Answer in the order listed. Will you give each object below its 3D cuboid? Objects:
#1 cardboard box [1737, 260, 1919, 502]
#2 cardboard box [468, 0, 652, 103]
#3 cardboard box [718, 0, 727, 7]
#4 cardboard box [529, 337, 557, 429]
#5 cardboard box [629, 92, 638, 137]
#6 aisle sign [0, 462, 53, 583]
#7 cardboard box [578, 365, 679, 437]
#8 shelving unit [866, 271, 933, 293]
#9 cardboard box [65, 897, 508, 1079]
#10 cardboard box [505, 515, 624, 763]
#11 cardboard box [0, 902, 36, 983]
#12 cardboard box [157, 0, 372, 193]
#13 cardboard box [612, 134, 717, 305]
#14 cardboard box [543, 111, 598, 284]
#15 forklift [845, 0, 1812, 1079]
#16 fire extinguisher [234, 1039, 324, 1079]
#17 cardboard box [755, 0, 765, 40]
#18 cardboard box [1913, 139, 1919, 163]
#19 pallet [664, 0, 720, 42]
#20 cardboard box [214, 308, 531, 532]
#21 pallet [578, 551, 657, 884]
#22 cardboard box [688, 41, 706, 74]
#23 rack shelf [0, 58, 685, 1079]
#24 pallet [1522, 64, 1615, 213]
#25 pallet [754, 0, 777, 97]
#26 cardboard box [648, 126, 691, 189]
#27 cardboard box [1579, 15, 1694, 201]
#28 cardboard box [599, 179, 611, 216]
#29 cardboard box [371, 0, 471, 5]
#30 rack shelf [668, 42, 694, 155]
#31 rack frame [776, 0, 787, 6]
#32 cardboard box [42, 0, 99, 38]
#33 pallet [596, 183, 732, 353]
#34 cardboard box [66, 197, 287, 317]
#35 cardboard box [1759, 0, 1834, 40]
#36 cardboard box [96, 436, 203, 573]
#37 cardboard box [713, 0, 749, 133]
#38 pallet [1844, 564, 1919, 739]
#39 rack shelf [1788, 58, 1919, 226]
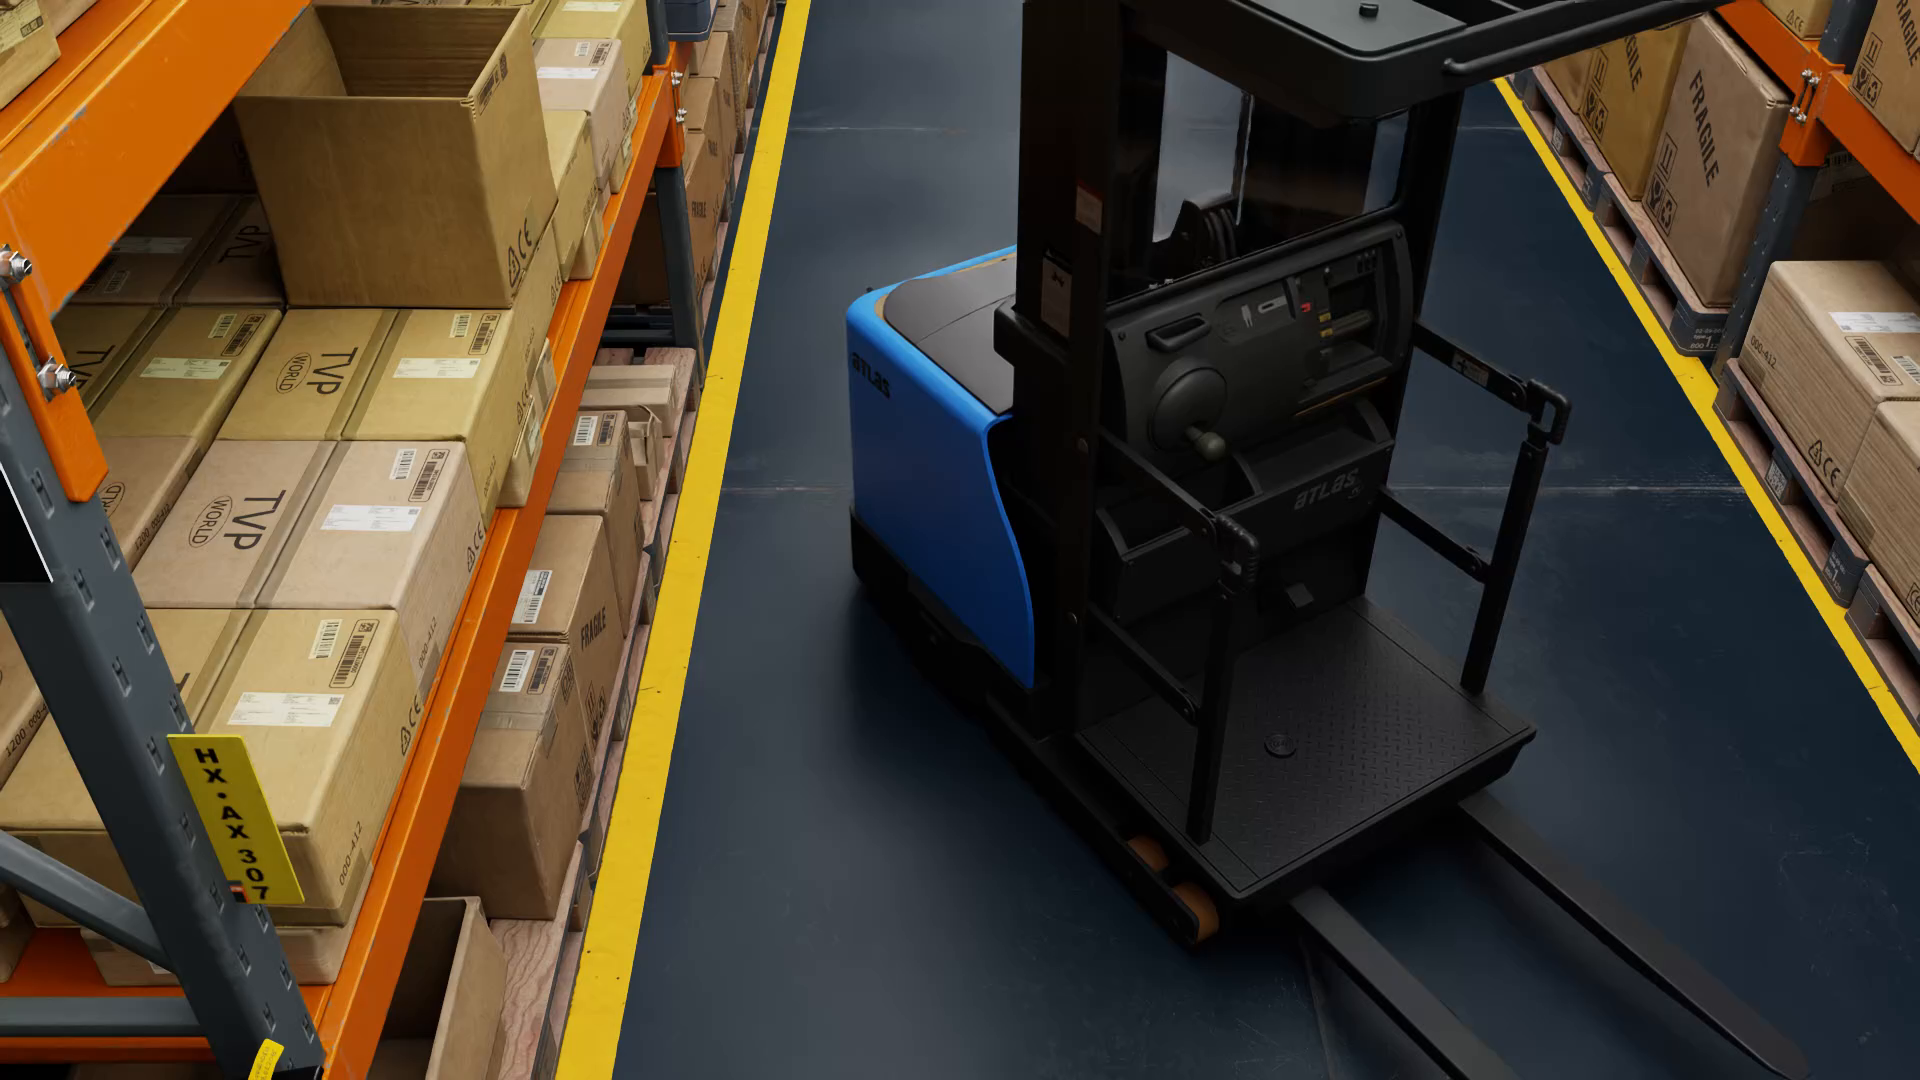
[{"bbox_3d":[3.355,-0.567,5.772,0.875,0.438,0.875,-1,39,-1],"label":"cardboard box"},{"bbox_3d":[-1.257,-1.529,5.142,0.500,0.250,0.500,1,39,1],"label":"cardboard box"},{"bbox_3d":[-1.279,-2.595,7.734,0.380,0.149,0.250,-2,39,-2],"label":"cardboard box"},{"bbox_3d":[-1.196,-0.367,4.010,0.380,0.149,0.250,1,39,1],"label":"cardboard box"},{"bbox_3d":[-1.227,-1.330,5.212,0.380,0.149,0.250,1,39,1],"label":"cardboard box"},{"bbox_3d":[-1.203,-0.261,1.598,0.394,0.787,0.004,0,39,0],"label":"aisle sign"},{"bbox_3d":[-1.207,-0.493,5.911,0.380,0.149,0.250,-1,39,-1],"label":"cardboard box"},{"bbox_3d":[-0.147,-0.432,5.569,0.258,0.900,0.210,-17,42,-20],"label":"shelving unit"},{"bbox_3d":[-1.403,1.139,3.590,0.797,0.503,0.637,-1,39,-2],"label":"cardboard box"},{"bbox_3d":[-1.266,0.275,4.671,0.500,0.500,0.500,1,39,1],"label":"cardboard box"},{"bbox_3d":[-1.766,0.602,2.801,0.380,0.149,0.250,0,39,-1],"label":"cardboard box"},{"bbox_3d":[-1.766,-1.209,4.142,0.500,0.500,0.500,-1,39,-1],"label":"cardboard box"},{"bbox_3d":[-1.277,-1.281,6.613,0.500,0.500,0.500,2,39,2],"label":"cardboard box"},{"bbox_3d":[-1.254,-0.904,4.362,0.500,0.250,0.500,0,39,0],"label":"cardboard box"},{"bbox_3d":[0.871,-0.415,3.924,1.130,2.935,3.031,-22,44,-25],"label":"forklift"},{"bbox_3d":[-1.035,0.979,2.490,0.296,0.674,0.183,0,39,0],"label":"fire extinguisher"},{"bbox_3d":[-1.301,-2.903,8.636,0.500,0.500,0.500,-1,39,-1],"label":"cardboard box"},{"bbox_3d":[3.197,-1.227,4.802,0.500,0.500,0.500,0,39,0],"label":"cardboard box"},{"bbox_3d":[-1.393,-2.215,6.269,1.003,0.211,1.213,0,39,0],"label":"pallet"},{"bbox_3d":[-1.233,-0.262,3.561,0.500,0.250,0.500,-1,39,-1],"label":"cardboard box"},{"bbox_3d":[-1.498,0.493,4.967,1.003,0.211,1.213,0,39,0],"label":"pallet"},{"bbox_3d":[-1.302,-2.117,7.138,0.380,0.149,0.250,0,39,0],"label":"cardboard box"},{"bbox_3d":[-1.499,-0.259,4.249,1.077,0.370,4.000,0,39,0],"label":"rack shelf"},{"bbox_3d":[3.382,-1.955,8.021,1.003,0.211,1.213,0,39,0],"label":"pallet"},{"bbox_3d":[-1.543,-2.736,8.996,1.003,0.211,1.213,0,39,0],"label":"pallet"},{"bbox_3d":[-1.236,-1.456,6.313,0.380,0.149,0.250,2,39,2],"label":"cardboard box"},{"bbox_3d":[3.373,-2.083,7.314,0.875,0.875,0.875,1,39,1],"label":"cardboard box"},{"bbox_3d":[-1.229,-1.003,4.804,0.380,0.149,0.250,1,39,1],"label":"cardboard box"},{"bbox_3d":[-1.771,-1.538,5.152,0.500,0.250,0.500,0,39,-1],"label":"cardboard box"},{"bbox_3d":[-1.504,-2.760,7.371,1.077,0.370,4.000,0,39,0],"label":"rack shelf"},{"bbox_3d":[-1.506,-4.291,8.706,1.000,3.000,0.127,0,39,0],"label":"rack frame"},{"bbox_3d":[-1.291,-0.724,2.058,0.380,0.149,0.250,1,39,1],"label":"cardboard box"},{"bbox_3d":[-1.540,-1.210,7.092,1.003,0.211,1.213,0,39,0],"label":"pallet"},{"bbox_3d":[-1.759,-0.593,3.973,0.500,0.250,0.500,0,39,0],"label":"cardboard box"},{"bbox_3d":[3.209,-2.018,5.989,0.500,0.250,0.500,-1,39,-1],"label":"cardboard box"},{"bbox_3d":[-1.762,0.044,3.179,0.500,0.250,0.500,0,39,0],"label":"cardboard box"},{"bbox_3d":[-1.278,-2.251,7.823,0.500,0.500,0.500,-1,39,-2],"label":"cardboard box"},{"bbox_3d":[3.389,0.533,4.917,1.003,0.211,1.213,0,39,0],"label":"pallet"},{"bbox_3d":[3.464,-0.264,4.257,1.077,0.370,4.000,0,39,0],"label":"rack shelf"}]
